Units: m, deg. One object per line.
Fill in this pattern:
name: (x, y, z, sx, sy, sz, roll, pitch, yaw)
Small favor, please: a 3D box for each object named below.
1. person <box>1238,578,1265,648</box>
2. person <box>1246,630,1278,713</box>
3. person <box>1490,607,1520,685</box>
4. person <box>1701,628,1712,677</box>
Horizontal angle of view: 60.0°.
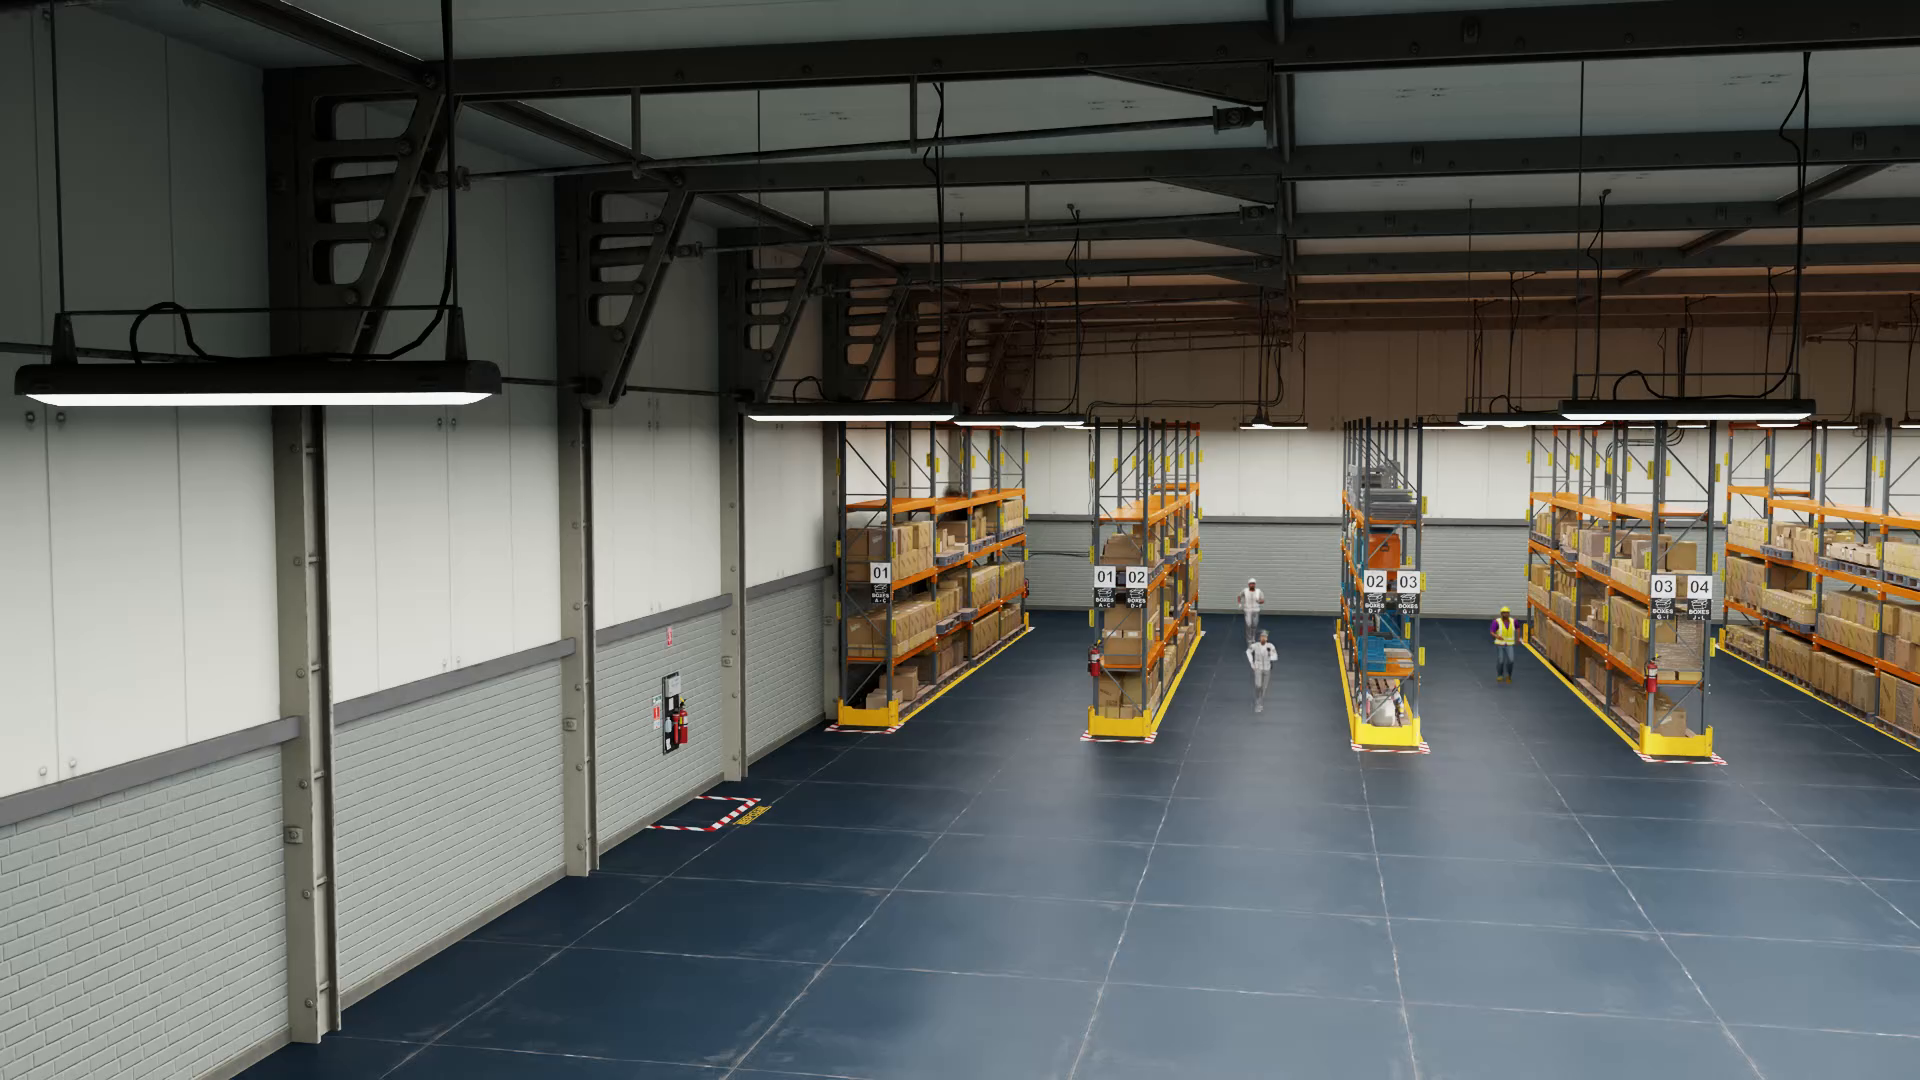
person: (7.786, 1.938, 44.391, 0.670, 1.830, 0.866, 0, 4, -1)
person: (6.193, 2.680, 34.063, 0.595, 1.716, 0.755, 0, 4, 0)
person: (12.398, 2.406, 37.773, 0.722, 1.790, 0.698, 0, 4, 6)
person: (17.059, 2.472, 38.299, 0.553, 1.616, 0.857, 0, 4, 5)
